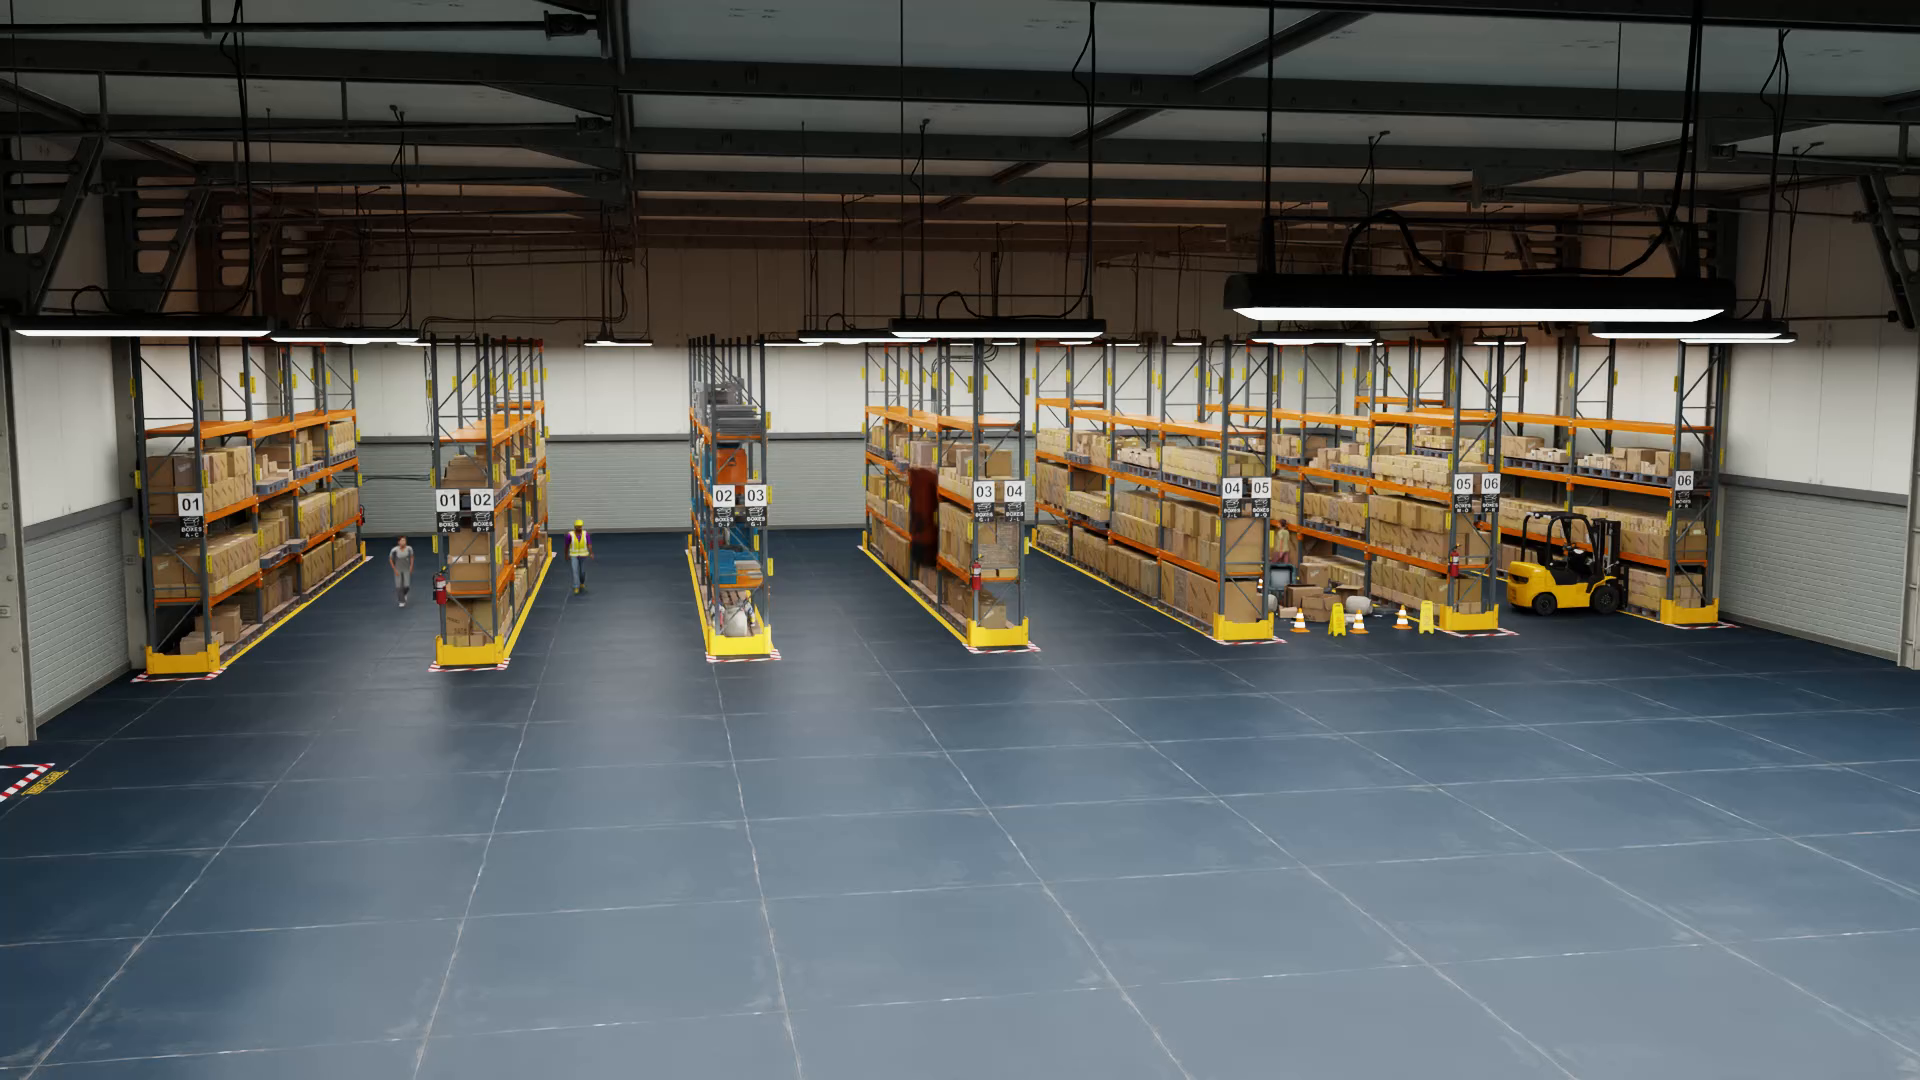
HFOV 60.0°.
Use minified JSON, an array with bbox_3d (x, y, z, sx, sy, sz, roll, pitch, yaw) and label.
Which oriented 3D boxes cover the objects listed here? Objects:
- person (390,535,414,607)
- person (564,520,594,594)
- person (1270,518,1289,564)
[{"bbox_3d":[-12.485,0.679,37.207,0.511,1.610,0.571,-2,7,-18],"label":"person"},{"bbox_3d":[-8.981,0.373,39.195,0.671,1.709,1.081,-2,7,-13],"label":"person"},{"bbox_3d":[7.767,0.317,39.963,0.446,1.668,0.519,-4,8,-33],"label":"person"}]
